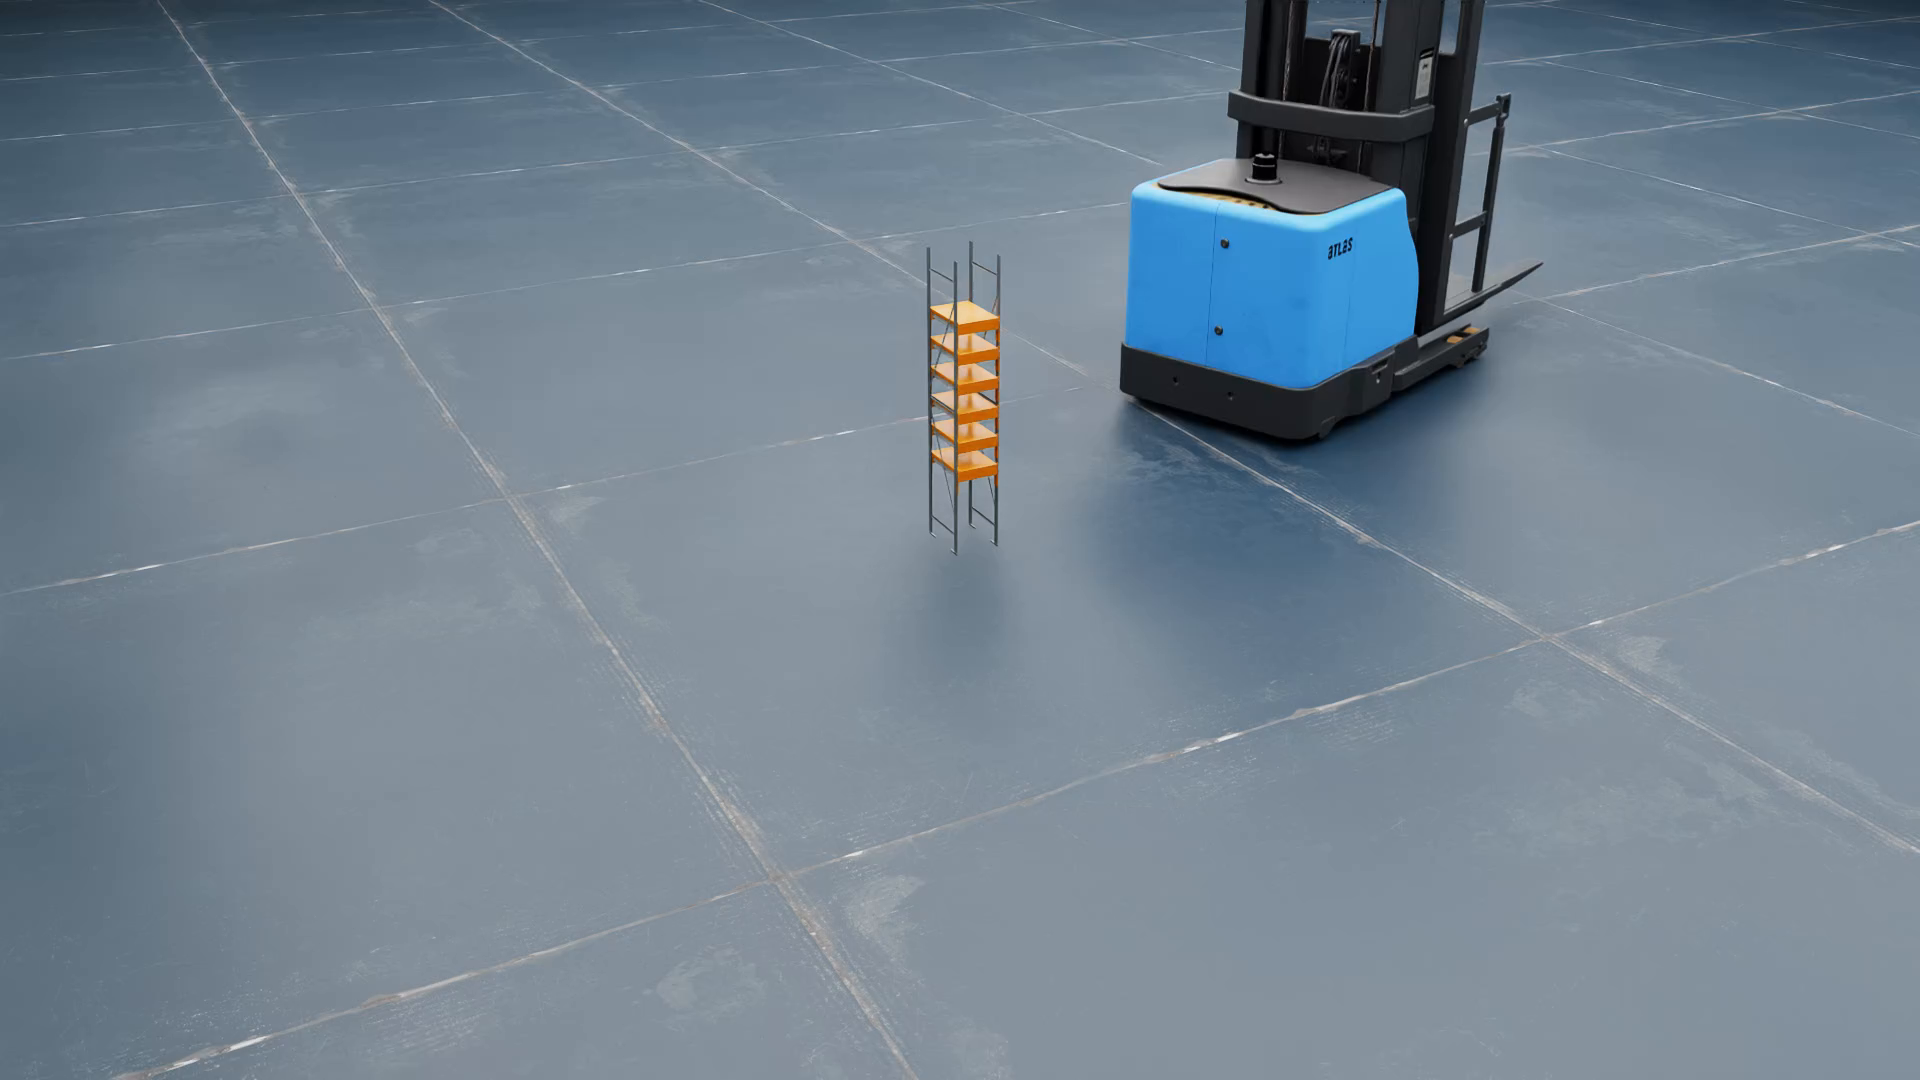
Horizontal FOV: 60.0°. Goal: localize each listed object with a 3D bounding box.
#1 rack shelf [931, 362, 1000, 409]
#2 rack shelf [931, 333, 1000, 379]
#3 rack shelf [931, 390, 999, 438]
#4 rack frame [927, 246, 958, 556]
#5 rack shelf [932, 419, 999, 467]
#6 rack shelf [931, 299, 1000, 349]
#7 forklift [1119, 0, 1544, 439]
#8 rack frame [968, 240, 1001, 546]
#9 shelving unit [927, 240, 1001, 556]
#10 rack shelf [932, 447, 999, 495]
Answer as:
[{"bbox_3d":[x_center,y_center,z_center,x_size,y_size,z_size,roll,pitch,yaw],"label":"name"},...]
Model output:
[{"bbox_3d":[0.013,-0.612,6.464,0.180,0.103,0.258,-13,29,-25],"label":"rack shelf"},{"bbox_3d":[0.013,-0.720,6.412,0.180,0.103,0.258,-13,29,-25],"label":"rack shelf"},{"bbox_3d":[0.013,-0.504,6.516,0.180,0.103,0.258,-13,29,-25],"label":"rack shelf"},{"bbox_3d":[-0.068,-0.525,6.458,0.006,1.200,0.240,-13,29,-25],"label":"rack frame"},{"bbox_3d":[0.013,-0.396,6.568,0.180,0.103,0.258,-13,29,-25],"label":"rack shelf"},{"bbox_3d":[0.013,-0.828,6.360,0.180,0.103,0.258,-13,29,-25],"label":"rack shelf"},{"bbox_3d":[2.125,-2.336,8.229,1.130,2.935,3.031,21,32,36],"label":"forklift"},{"bbox_3d":[0.093,-0.562,6.535,0.006,1.200,0.240,-13,29,-25],"label":"rack frame"},{"bbox_3d":[0.013,-0.544,6.496,0.189,1.200,0.258,-13,29,-25],"label":"shelving unit"},{"bbox_3d":[0.013,-0.287,6.620,0.180,0.103,0.258,-13,29,-25],"label":"rack shelf"}]
